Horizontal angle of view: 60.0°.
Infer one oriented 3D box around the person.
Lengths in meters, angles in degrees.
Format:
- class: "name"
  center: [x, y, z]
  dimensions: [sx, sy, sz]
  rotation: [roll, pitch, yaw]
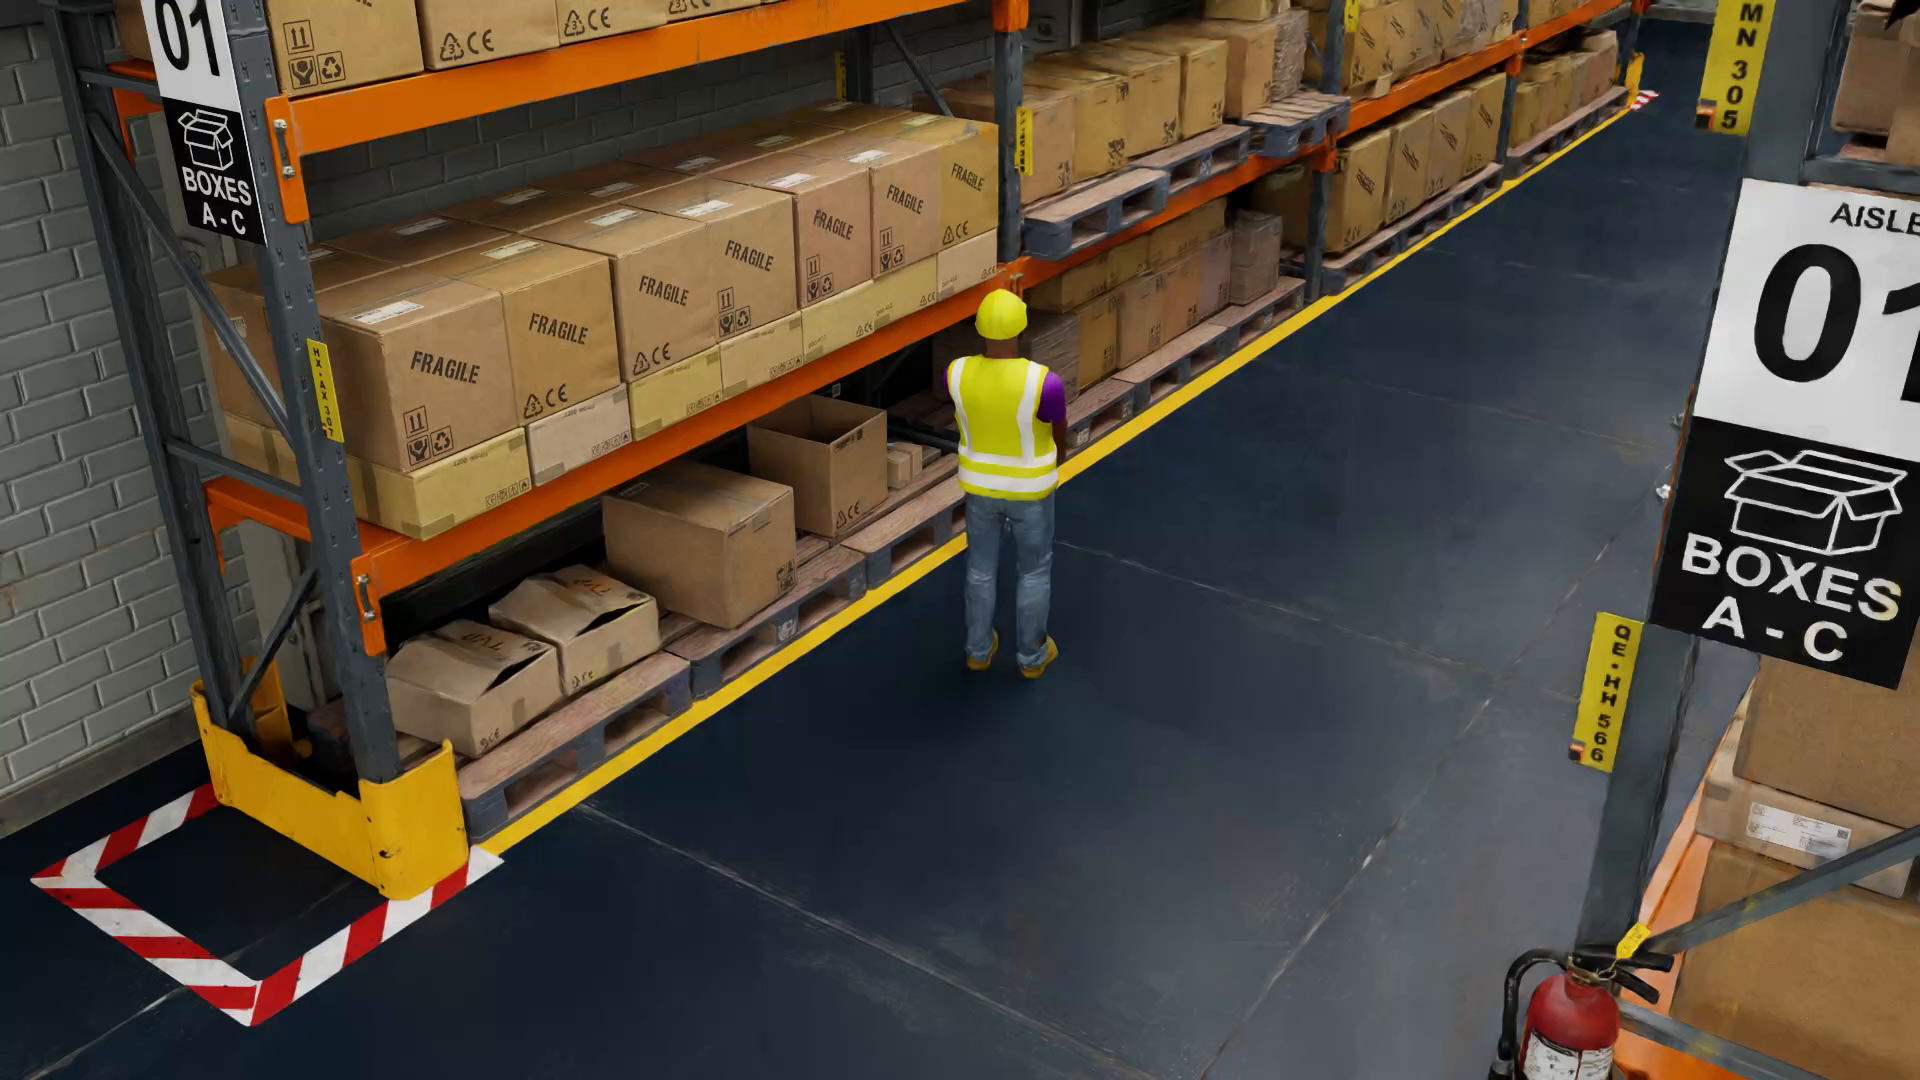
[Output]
- class: "person"
  center: [0.219, -0.270, 7.130]
  dimensions: [0.502, 1.762, 0.577]
  rotation: [8, 28, 16]
